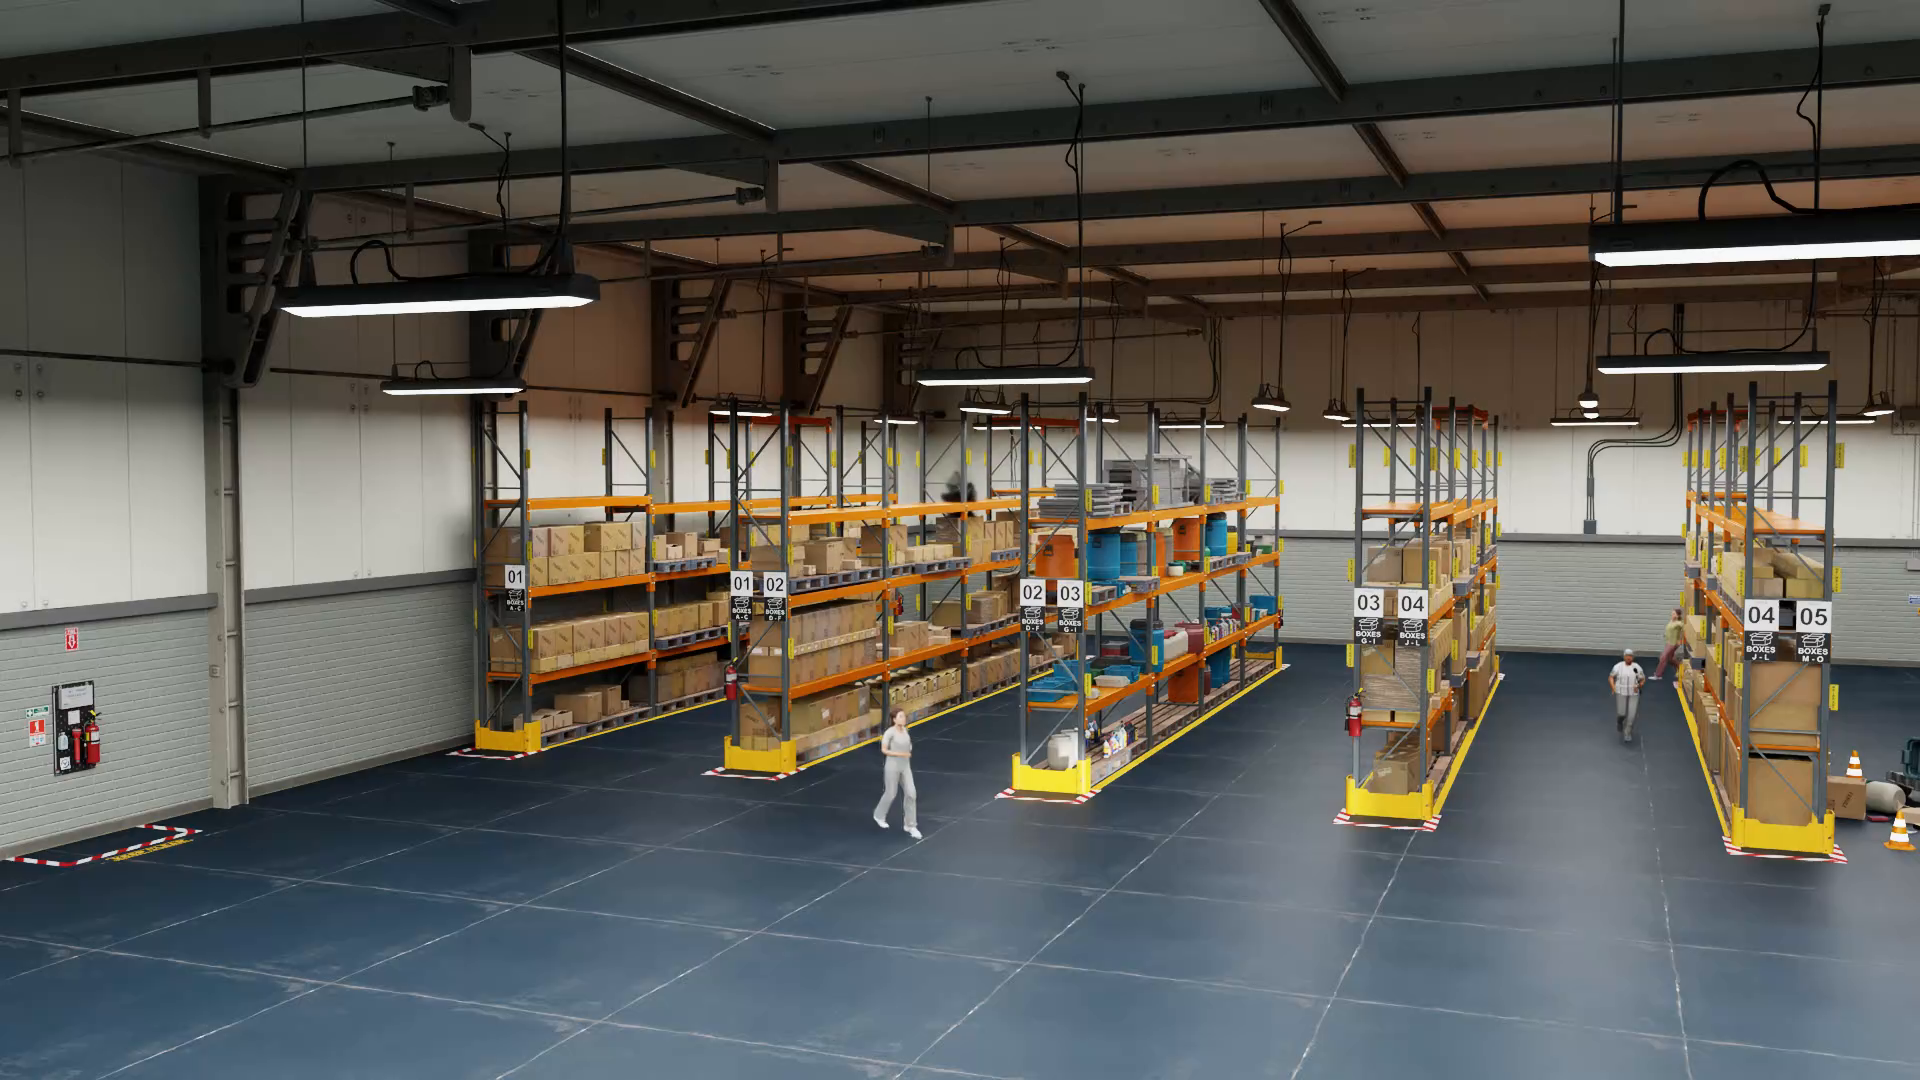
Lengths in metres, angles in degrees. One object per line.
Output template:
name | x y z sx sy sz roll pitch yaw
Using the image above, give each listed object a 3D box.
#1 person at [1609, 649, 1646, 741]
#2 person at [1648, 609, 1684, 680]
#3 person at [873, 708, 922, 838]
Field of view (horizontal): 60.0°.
person | 11.894 2.756 29.632 0.608 1.623 0.549 1 3 18
person | 16.036 2.353 37.416 0.932 1.633 0.634 0 3 -5
person | -0.860 3.084 22.191 0.560 1.704 0.856 -2 4 -41
